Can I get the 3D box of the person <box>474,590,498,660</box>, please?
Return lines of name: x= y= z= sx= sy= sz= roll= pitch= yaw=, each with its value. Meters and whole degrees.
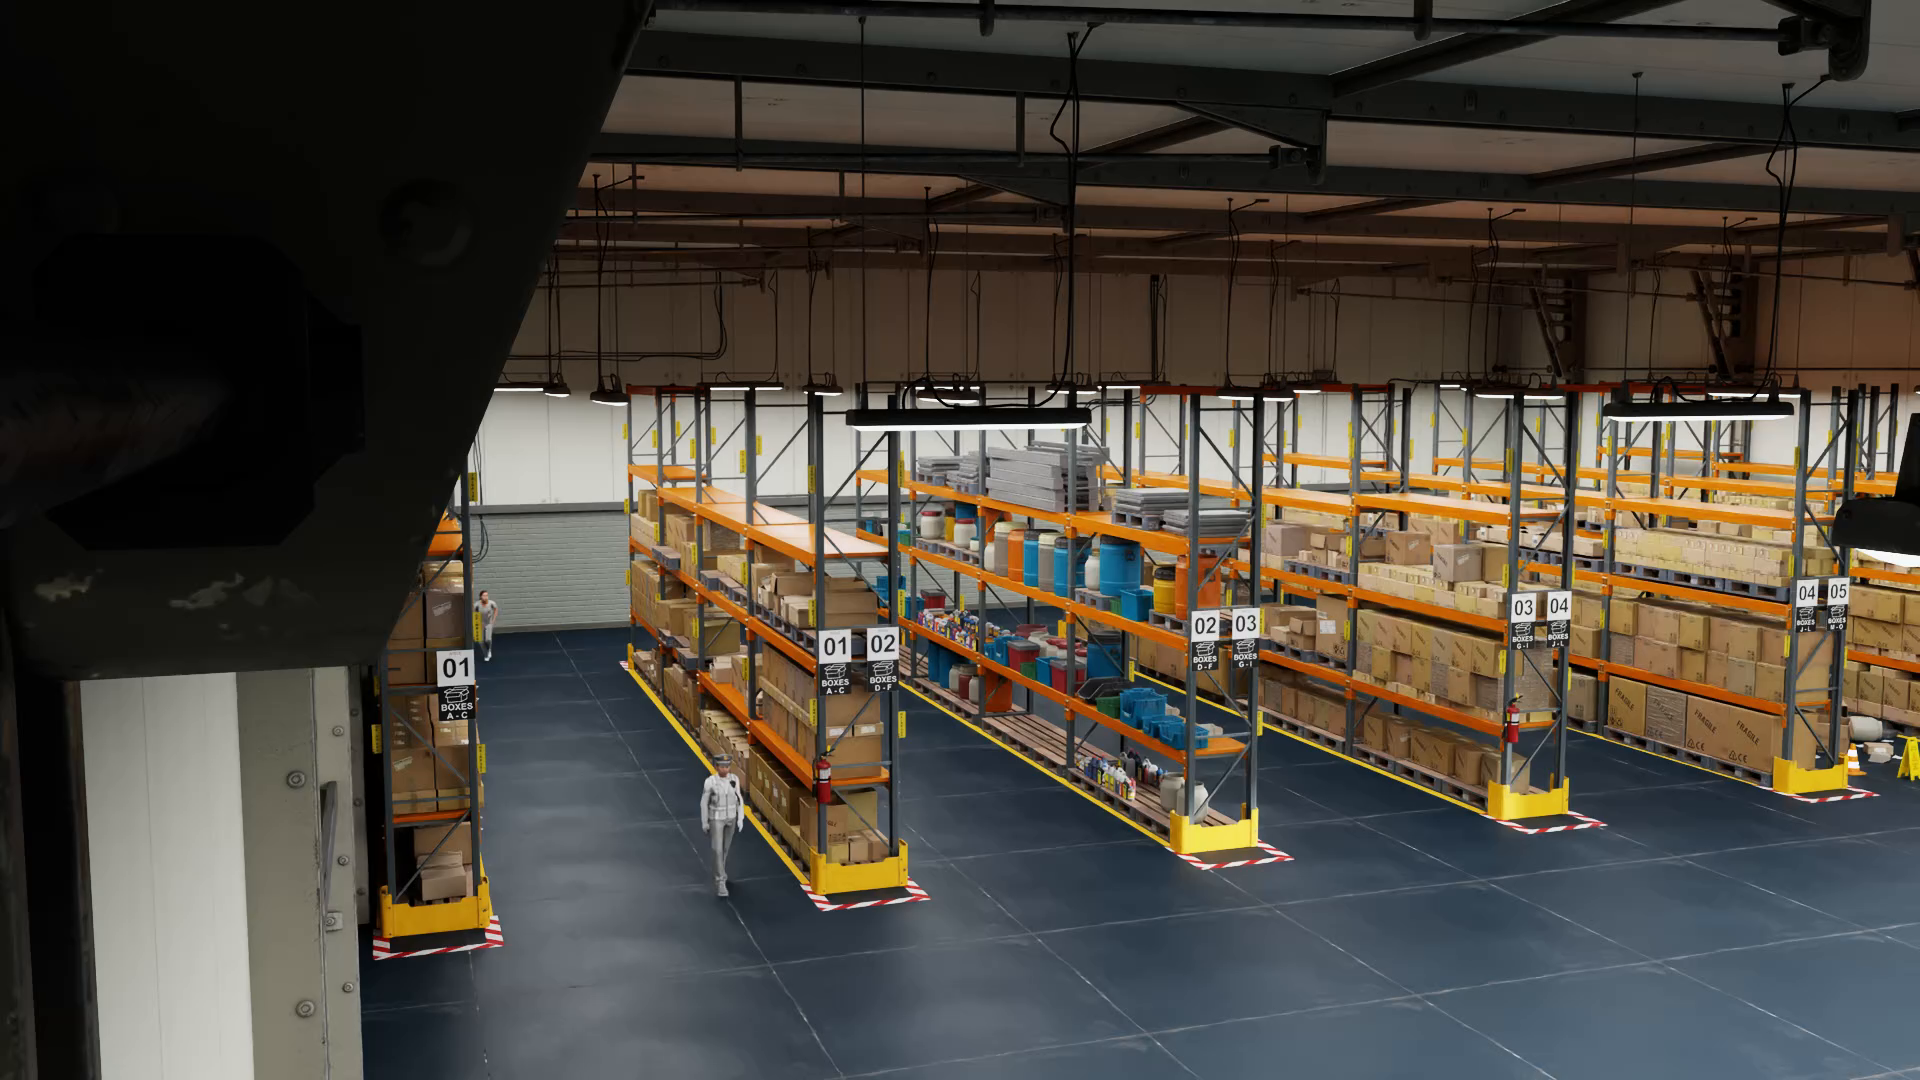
person: x=-10.258 y=1.844 z=35.910 sx=0.535 sy=1.580 sz=0.701 roll=-1 pitch=6 yaw=-10

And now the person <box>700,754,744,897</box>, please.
person: x=-2.865 y=3.411 z=20.242 sx=0.507 sy=1.631 sz=0.879 roll=-4 pitch=7 yaw=-33
